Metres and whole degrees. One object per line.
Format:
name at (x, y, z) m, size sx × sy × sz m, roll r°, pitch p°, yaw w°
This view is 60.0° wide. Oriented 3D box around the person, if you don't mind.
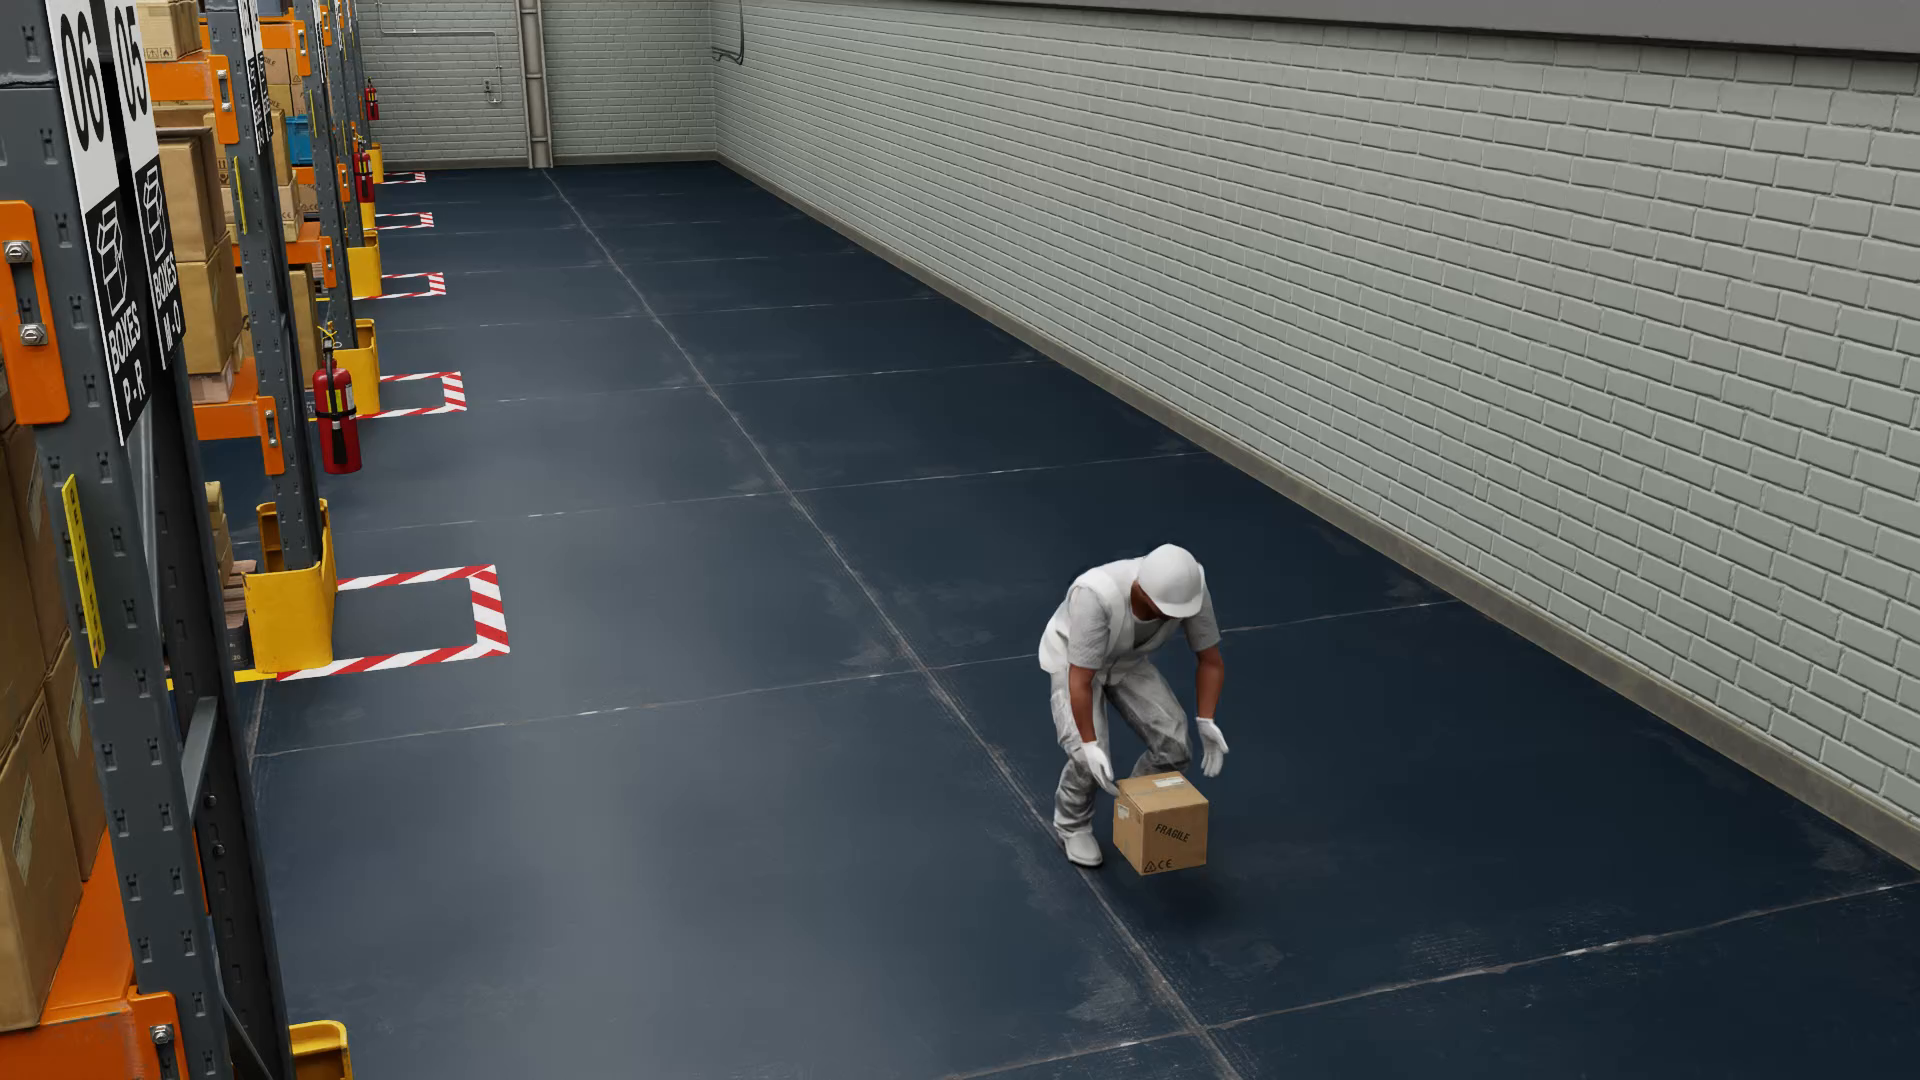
person at (0.626, 0.364, 6.075) m, size 0.605 × 0.922 × 0.813 m, roll -6°, pitch 20°, yaw -17°
